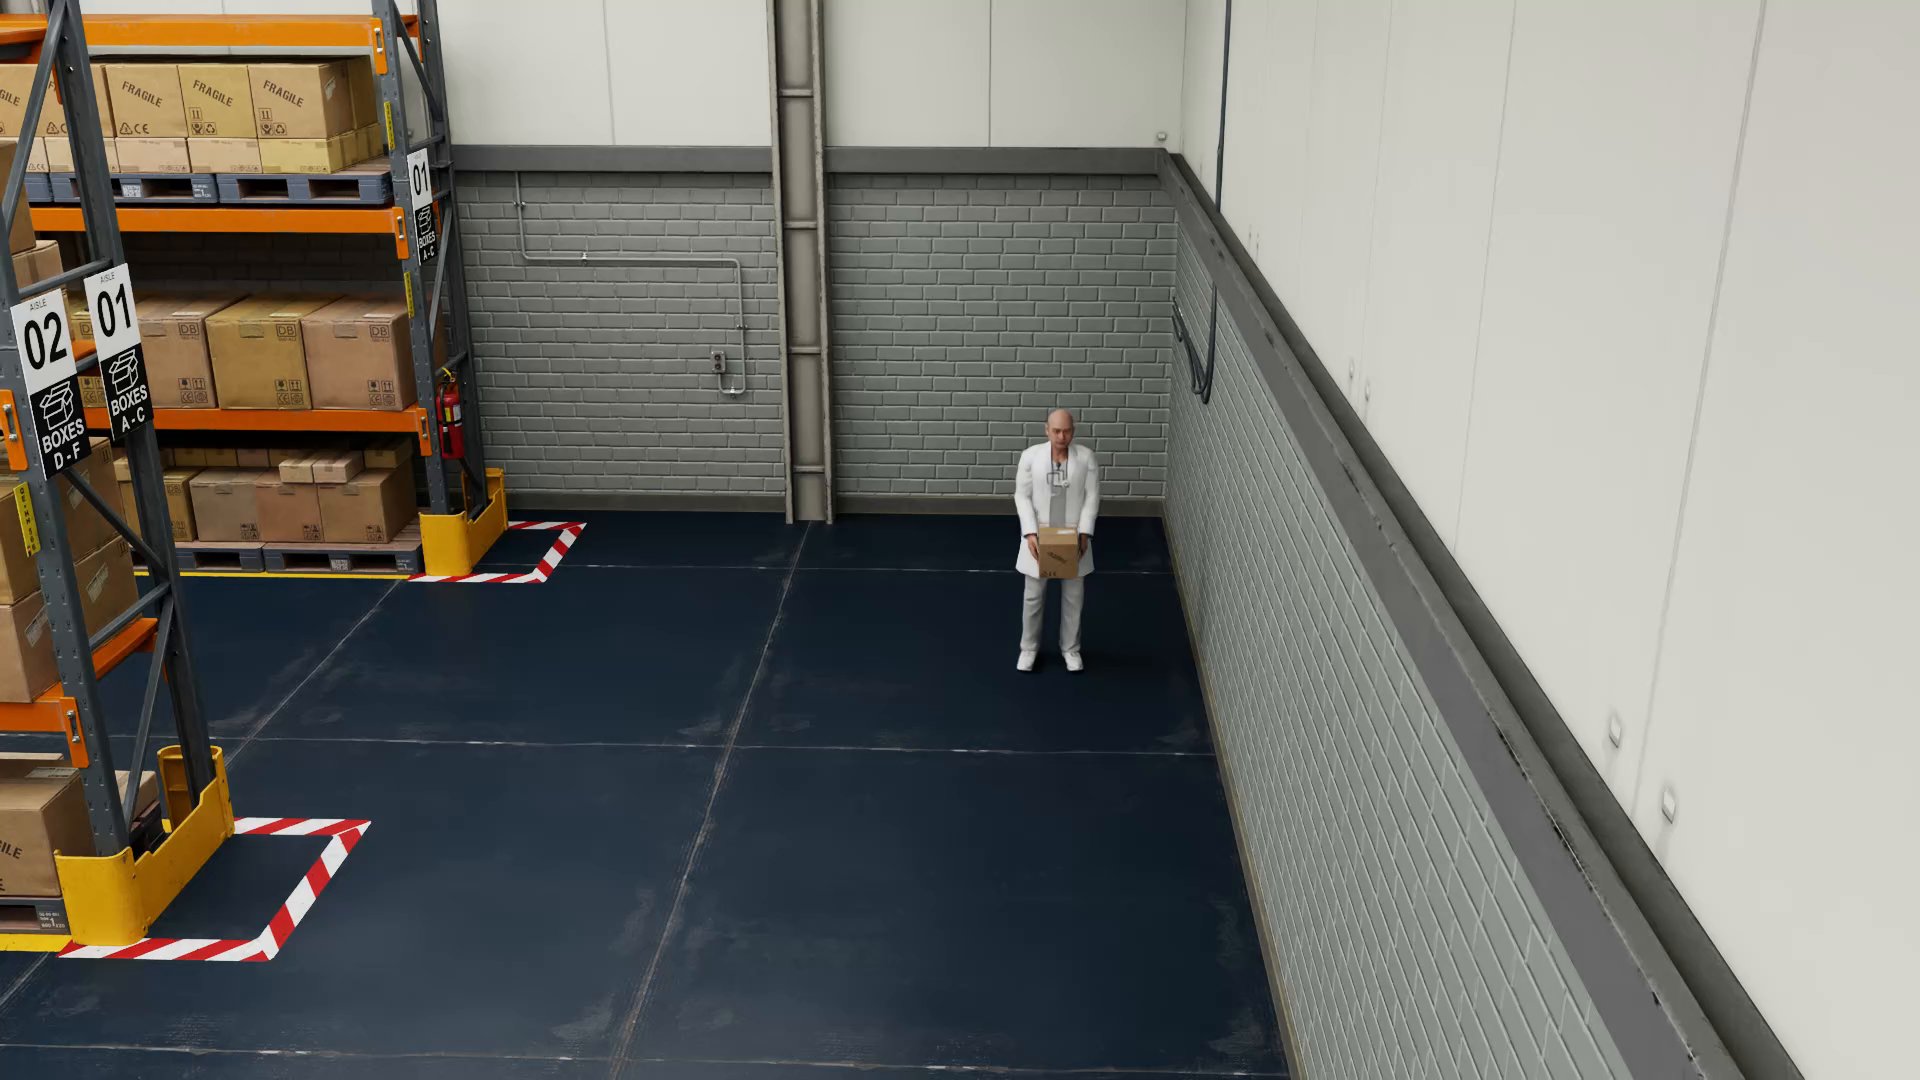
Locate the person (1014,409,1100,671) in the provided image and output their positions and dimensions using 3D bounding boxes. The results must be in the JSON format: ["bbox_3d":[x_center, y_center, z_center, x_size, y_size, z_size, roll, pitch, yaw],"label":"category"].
[{"bbox_3d":[0.643,0.014,11.051,0.572,1.782,0.479,0,20,1],"label":"person"}]
